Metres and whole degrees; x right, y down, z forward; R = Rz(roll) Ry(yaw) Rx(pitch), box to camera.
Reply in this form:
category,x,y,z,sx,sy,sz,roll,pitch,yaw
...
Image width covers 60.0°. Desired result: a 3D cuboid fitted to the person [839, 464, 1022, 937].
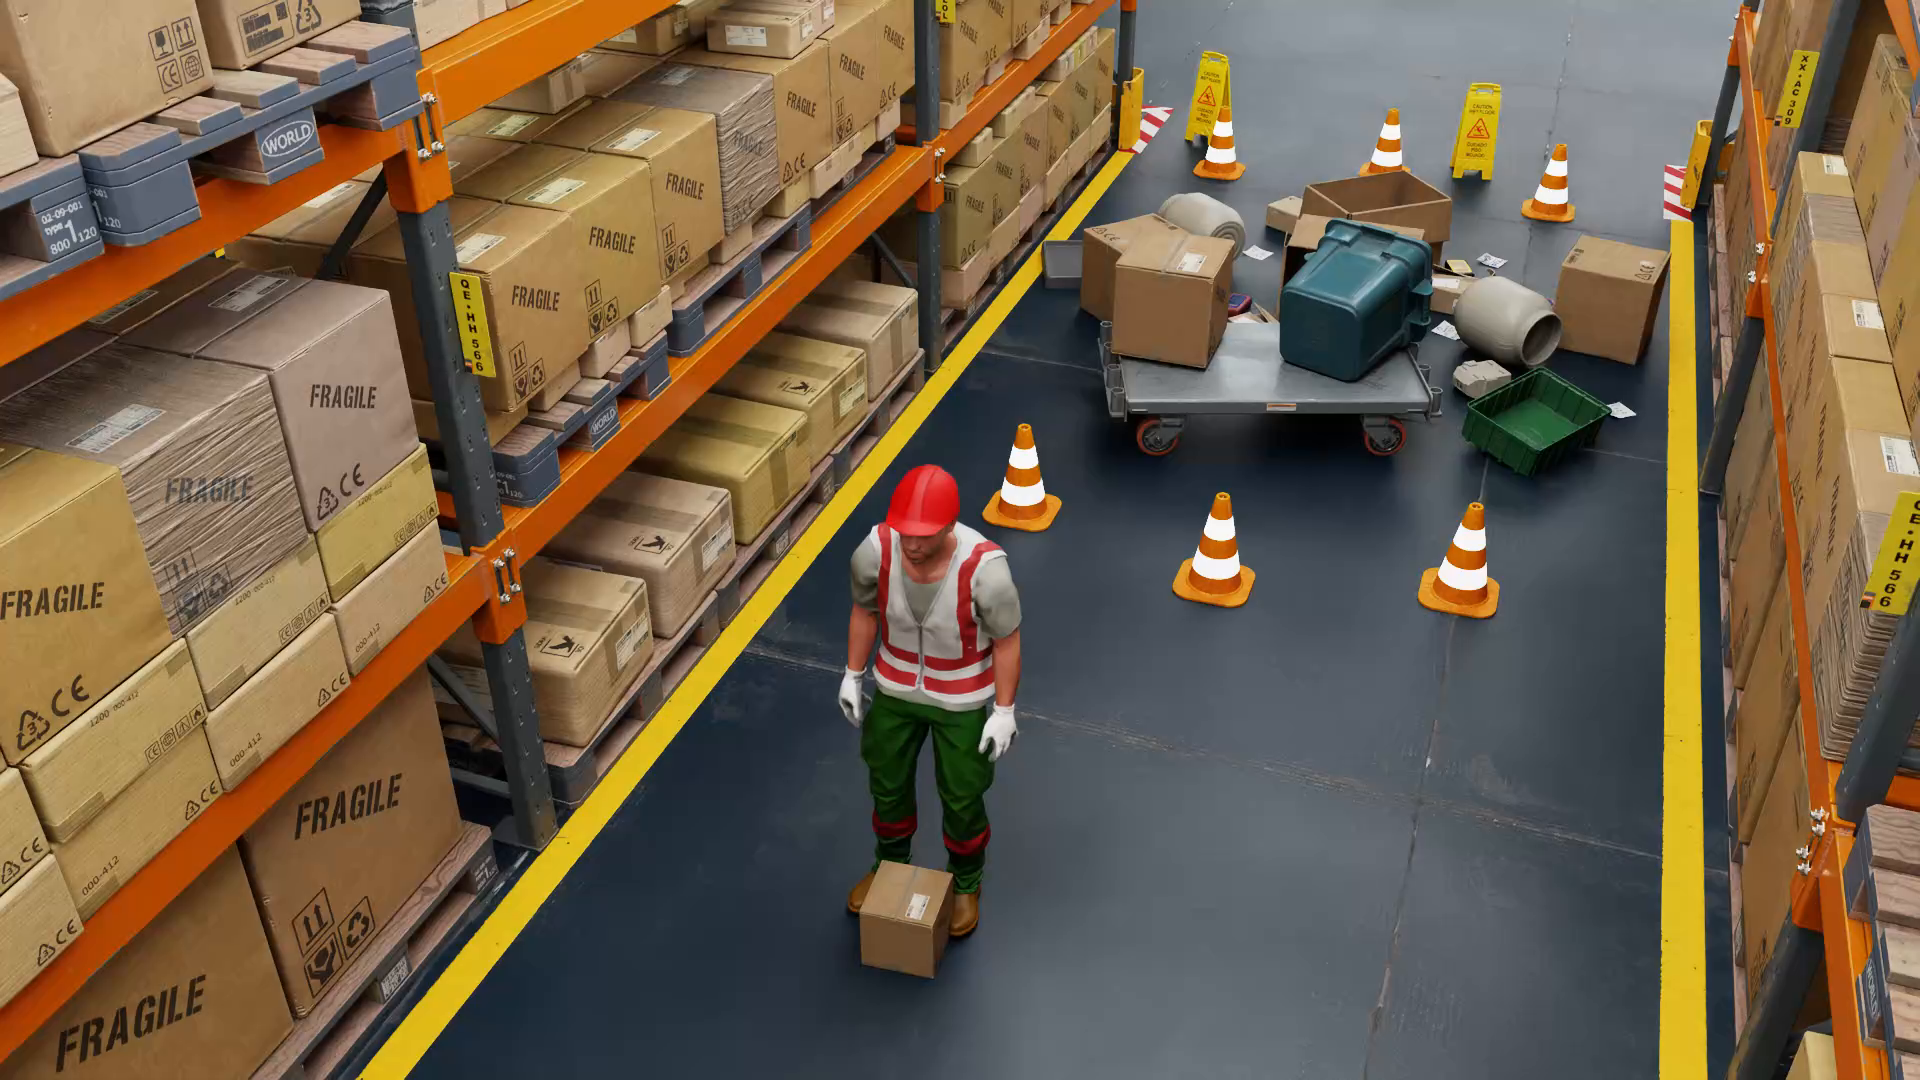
category,x,y,z,sx,sy,sz,roll,pitch,yaw
person,-0.102,0.511,5.339,0.608,1.777,0.449,11,35,17
